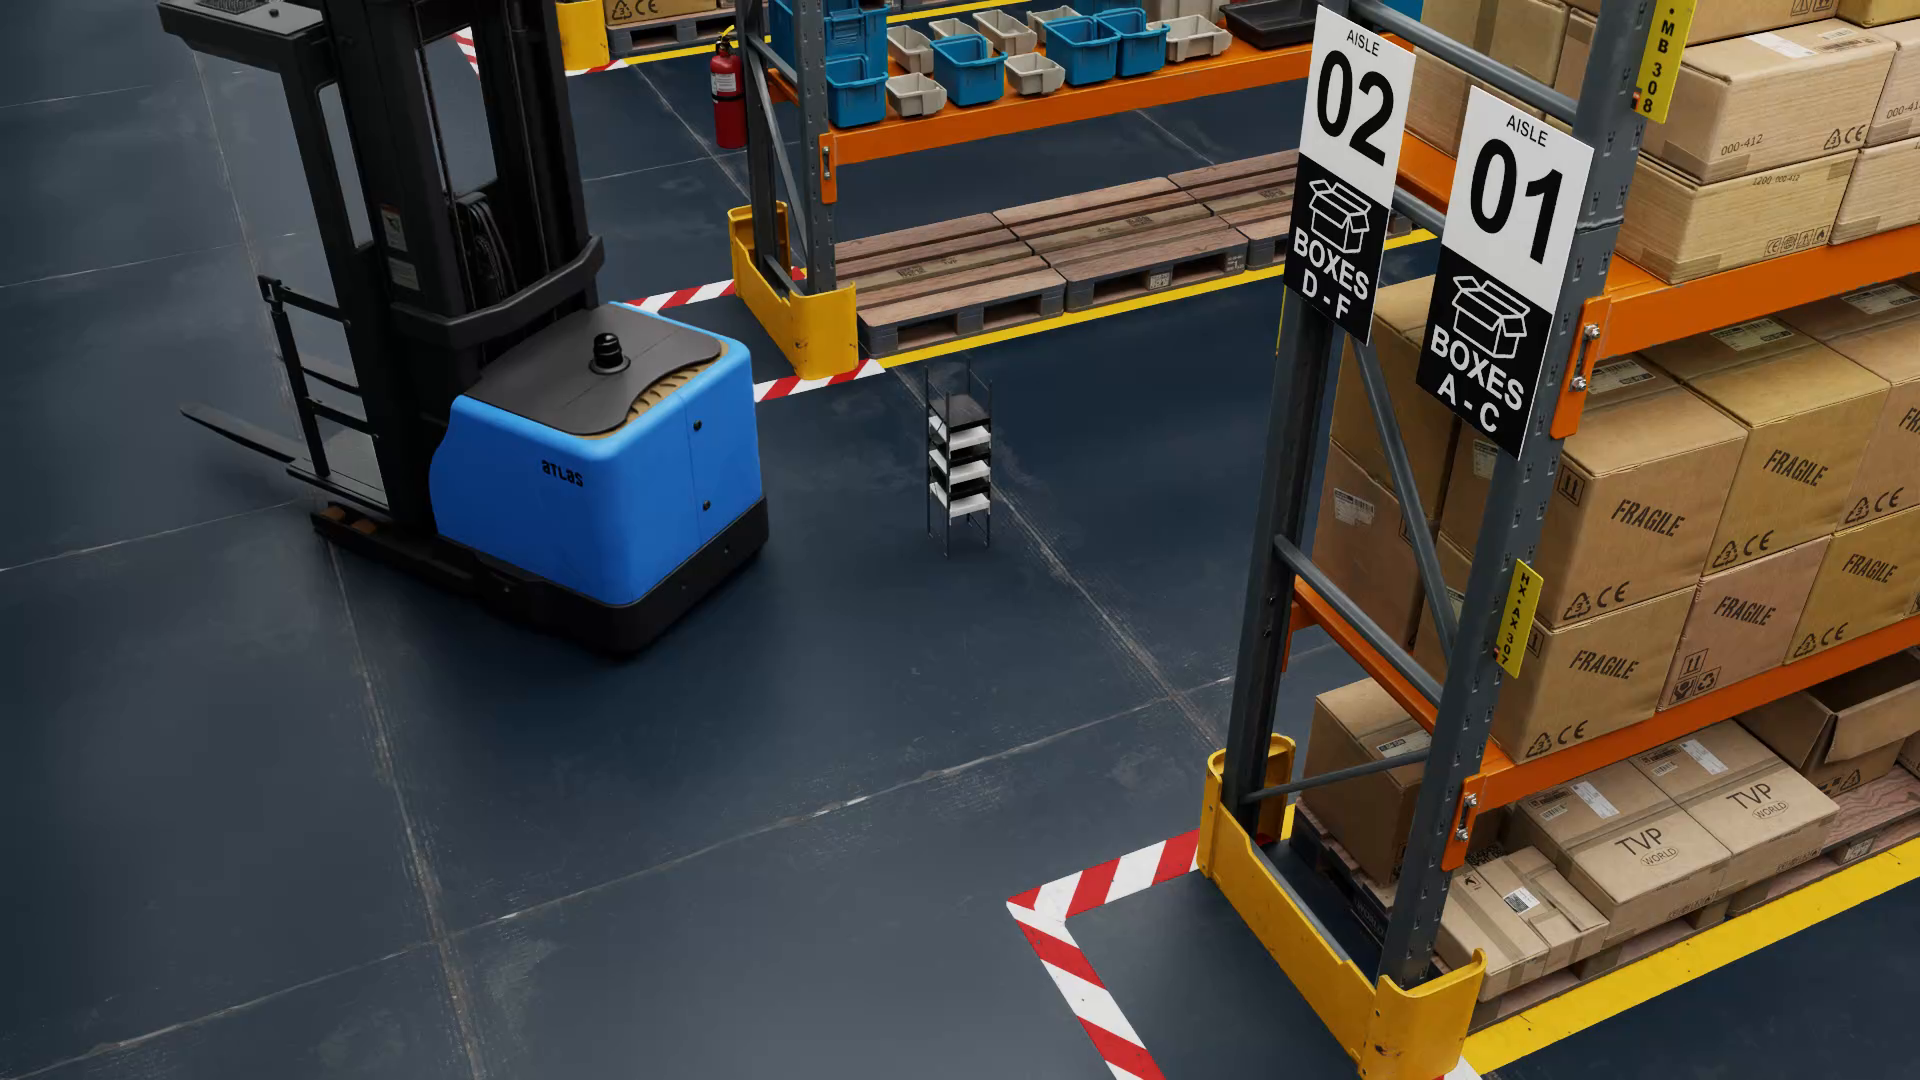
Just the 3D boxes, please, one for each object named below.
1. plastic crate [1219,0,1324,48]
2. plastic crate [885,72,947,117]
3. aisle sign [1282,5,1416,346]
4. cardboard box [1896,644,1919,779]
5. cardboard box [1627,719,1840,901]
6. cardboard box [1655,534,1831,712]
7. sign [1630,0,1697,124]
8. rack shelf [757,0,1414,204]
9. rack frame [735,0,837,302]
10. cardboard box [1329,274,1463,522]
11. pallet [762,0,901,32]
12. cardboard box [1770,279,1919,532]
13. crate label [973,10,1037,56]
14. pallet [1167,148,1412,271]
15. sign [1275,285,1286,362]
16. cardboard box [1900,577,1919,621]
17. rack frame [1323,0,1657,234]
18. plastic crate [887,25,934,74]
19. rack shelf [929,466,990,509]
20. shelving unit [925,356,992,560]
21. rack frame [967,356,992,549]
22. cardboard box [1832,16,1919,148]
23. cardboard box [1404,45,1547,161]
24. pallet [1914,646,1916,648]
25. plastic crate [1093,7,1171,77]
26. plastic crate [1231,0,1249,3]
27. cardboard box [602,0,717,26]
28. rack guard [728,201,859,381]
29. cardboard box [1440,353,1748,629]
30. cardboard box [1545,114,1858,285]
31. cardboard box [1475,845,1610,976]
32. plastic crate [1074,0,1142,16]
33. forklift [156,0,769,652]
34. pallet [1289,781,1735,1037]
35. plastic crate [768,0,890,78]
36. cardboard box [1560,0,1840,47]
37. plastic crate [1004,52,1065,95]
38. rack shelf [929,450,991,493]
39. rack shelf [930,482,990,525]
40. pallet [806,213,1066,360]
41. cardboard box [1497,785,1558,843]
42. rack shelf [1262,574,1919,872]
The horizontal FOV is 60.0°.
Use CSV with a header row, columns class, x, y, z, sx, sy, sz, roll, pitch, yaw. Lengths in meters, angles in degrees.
class,x,y,z,sx,sy,sz,roll,pitch,yaw
plastic crate,1.807,-2.914,9.341,0.590,0.125,0.437,-16,39,-20
plastic crate,-0.226,-2.256,8.444,0.298,0.136,0.250,-16,39,-20
aisle sign,0.994,-0.936,4.311,0.004,0.787,0.394,-16,39,-20
cardboard box,3.733,0.634,6.265,0.500,0.311,0.500,-16,39,-20
cardboard box,2.704,0.946,5.895,0.500,0.250,0.500,-16,39,-20
cardboard box,2.164,0.113,4.996,0.500,0.500,0.500,-16,39,-20
sign,1.417,-1.007,3.338,0.005,0.325,0.100,-16,39,-20
rack shelf,0.895,-2.633,9.386,4.000,0.370,1.077,-16,39,-20
rack frame,-0.915,-2.416,8.489,0.127,3.000,1.000,-16,39,-20
cardboard box,1.472,-0.446,4.911,0.500,0.500,0.500,-16,39,-20
pallet,-1.226,-4.518,13.664,1.213,0.211,1.003,-16,39,-20
cardboard box,2.625,-0.416,4.870,0.500,0.500,0.500,-15,39,-19
crate label,0.256,-2.787,9.161,0.243,0.136,0.396,-16,39,-20
pallet,2.057,-2.101,10.406,1.213,0.211,1.003,-16,39,-20
sign,0.968,-0.640,4.858,0.005,0.325,0.100,-16,39,-20
cardboard box,3.073,-0.138,5.335,0.500,0.500,0.500,-15,39,-19
rack frame,1.186,-2.153,3.099,0.127,3.000,1.000,-16,39,-20
plastic crate,-0.254,-2.638,8.960,0.243,0.136,0.396,-16,39,-20
rack shelf,-0.007,-0.260,7.553,0.200,0.077,0.258,-16,39,-20
shelving unit,-0.007,-0.359,7.479,0.210,0.900,0.258,-16,39,-20
rack frame,0.085,-0.385,7.514,0.006,0.900,0.240,-16,39,-20
cardboard box,2.217,-1.201,4.040,0.500,0.250,0.500,-16,39,-20
cardboard box,1.539,-1.160,4.405,0.500,0.250,0.500,-16,39,-20
pallet,4.185,0.537,6.849,1.213,0.211,1.003,-16,39,-20
plastic crate,0.912,-2.667,8.918,0.300,0.233,0.416,-16,39,-20
plastic crate,1.791,-3.387,9.695,0.583,0.464,0.402,-16,39,-20
cardboard box,-2.474,-4.607,12.875,0.875,0.875,0.875,-16,39,-20
rack guard,-0.932,-1.399,9.216,0.348,0.500,1.175,-16,39,-20
cardboard box,1.700,-0.156,4.518,0.500,0.500,0.500,-14,39,-19
cardboard box,1.759,-0.881,4.028,0.500,0.250,0.500,-16,39,-20
cardboard box,1.937,1.234,5.578,0.250,0.166,0.380,-16,39,-20
plastic crate,0.835,-3.031,9.408,0.300,0.233,0.416,-16,39,-20
forklift,-2.407,-1.356,7.118,3.031,2.935,1.130,20,41,24
pallet,1.976,1.155,6.016,1.213,0.211,1.003,-16,39,-20
plastic crate,-0.692,-2.640,8.711,0.499,0.435,0.616,-16,39,-20
cardboard box,1.644,-1.529,3.852,0.500,0.500,0.700,-16,39,-20
plastic crate,0.388,-2.427,8.676,0.298,0.136,0.250,-16,39,-20
rack shelf,-0.007,-0.333,7.499,0.200,0.077,0.258,-16,39,-20
rack shelf,-0.007,-0.188,7.606,0.200,0.077,0.258,-16,39,-20
pallet,-0.152,-1.484,9.573,1.213,0.211,1.003,-16,39,-20
cardboard box,1.978,0.893,6.037,0.250,0.166,0.380,-16,39,-20
rack shelf,2.996,0.039,5.783,4.000,0.370,1.077,-16,39,-20
